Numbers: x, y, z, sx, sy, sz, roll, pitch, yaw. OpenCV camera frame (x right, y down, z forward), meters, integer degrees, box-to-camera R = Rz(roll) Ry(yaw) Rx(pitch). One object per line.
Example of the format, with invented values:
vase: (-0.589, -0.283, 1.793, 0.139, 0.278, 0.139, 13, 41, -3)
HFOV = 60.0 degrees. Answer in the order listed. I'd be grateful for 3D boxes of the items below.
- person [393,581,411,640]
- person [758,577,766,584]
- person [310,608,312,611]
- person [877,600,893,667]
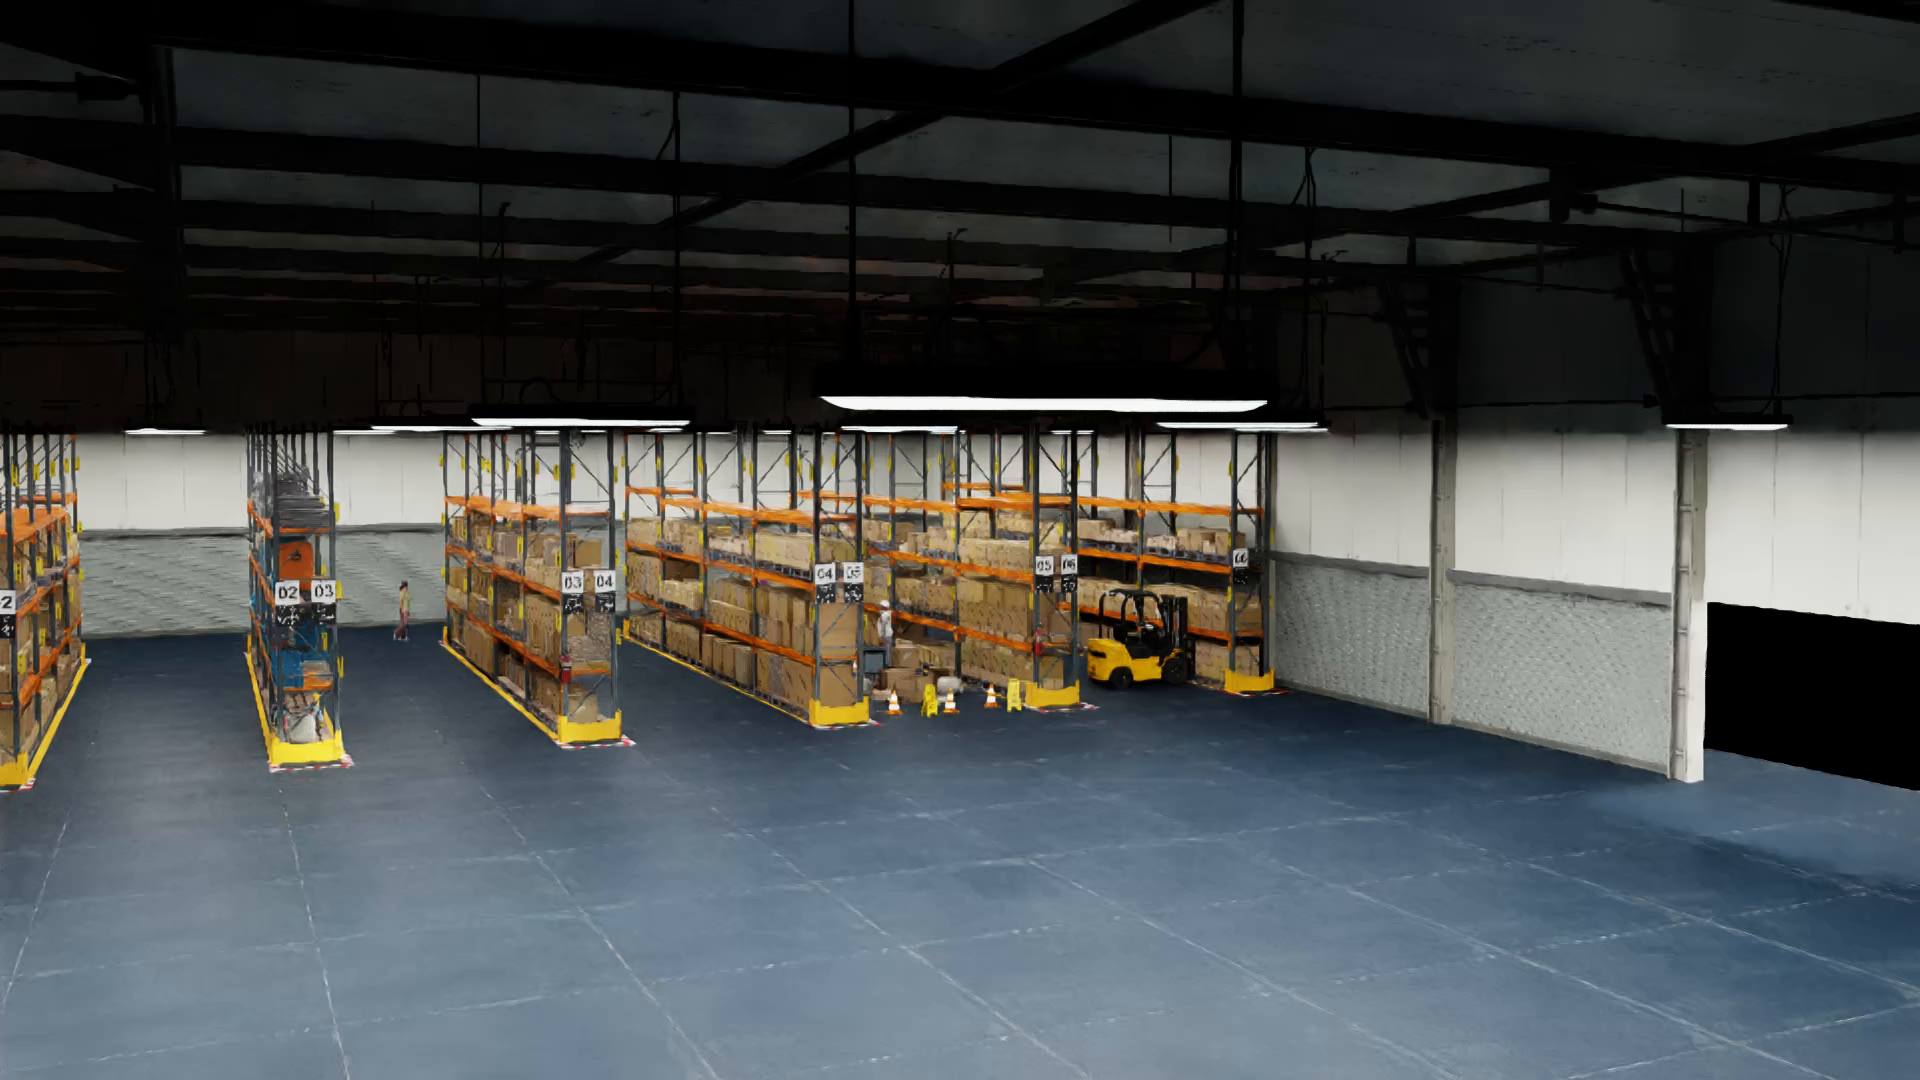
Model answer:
person: (-15.616, 1.986, 46.486, 0.437, 1.645, 0.627, 0, 4, 1)
person: (-6.113, 1.681, 50.776, 0.583, 1.763, 0.707, 3, 4, 37)
person: (-16.867, 2.133, 43.423, 0.401, 1.725, 0.608, 0, 4, -7)
person: (-1.844, 2.318, 40.090, 0.586, 1.768, 0.640, 0, 4, 1)
